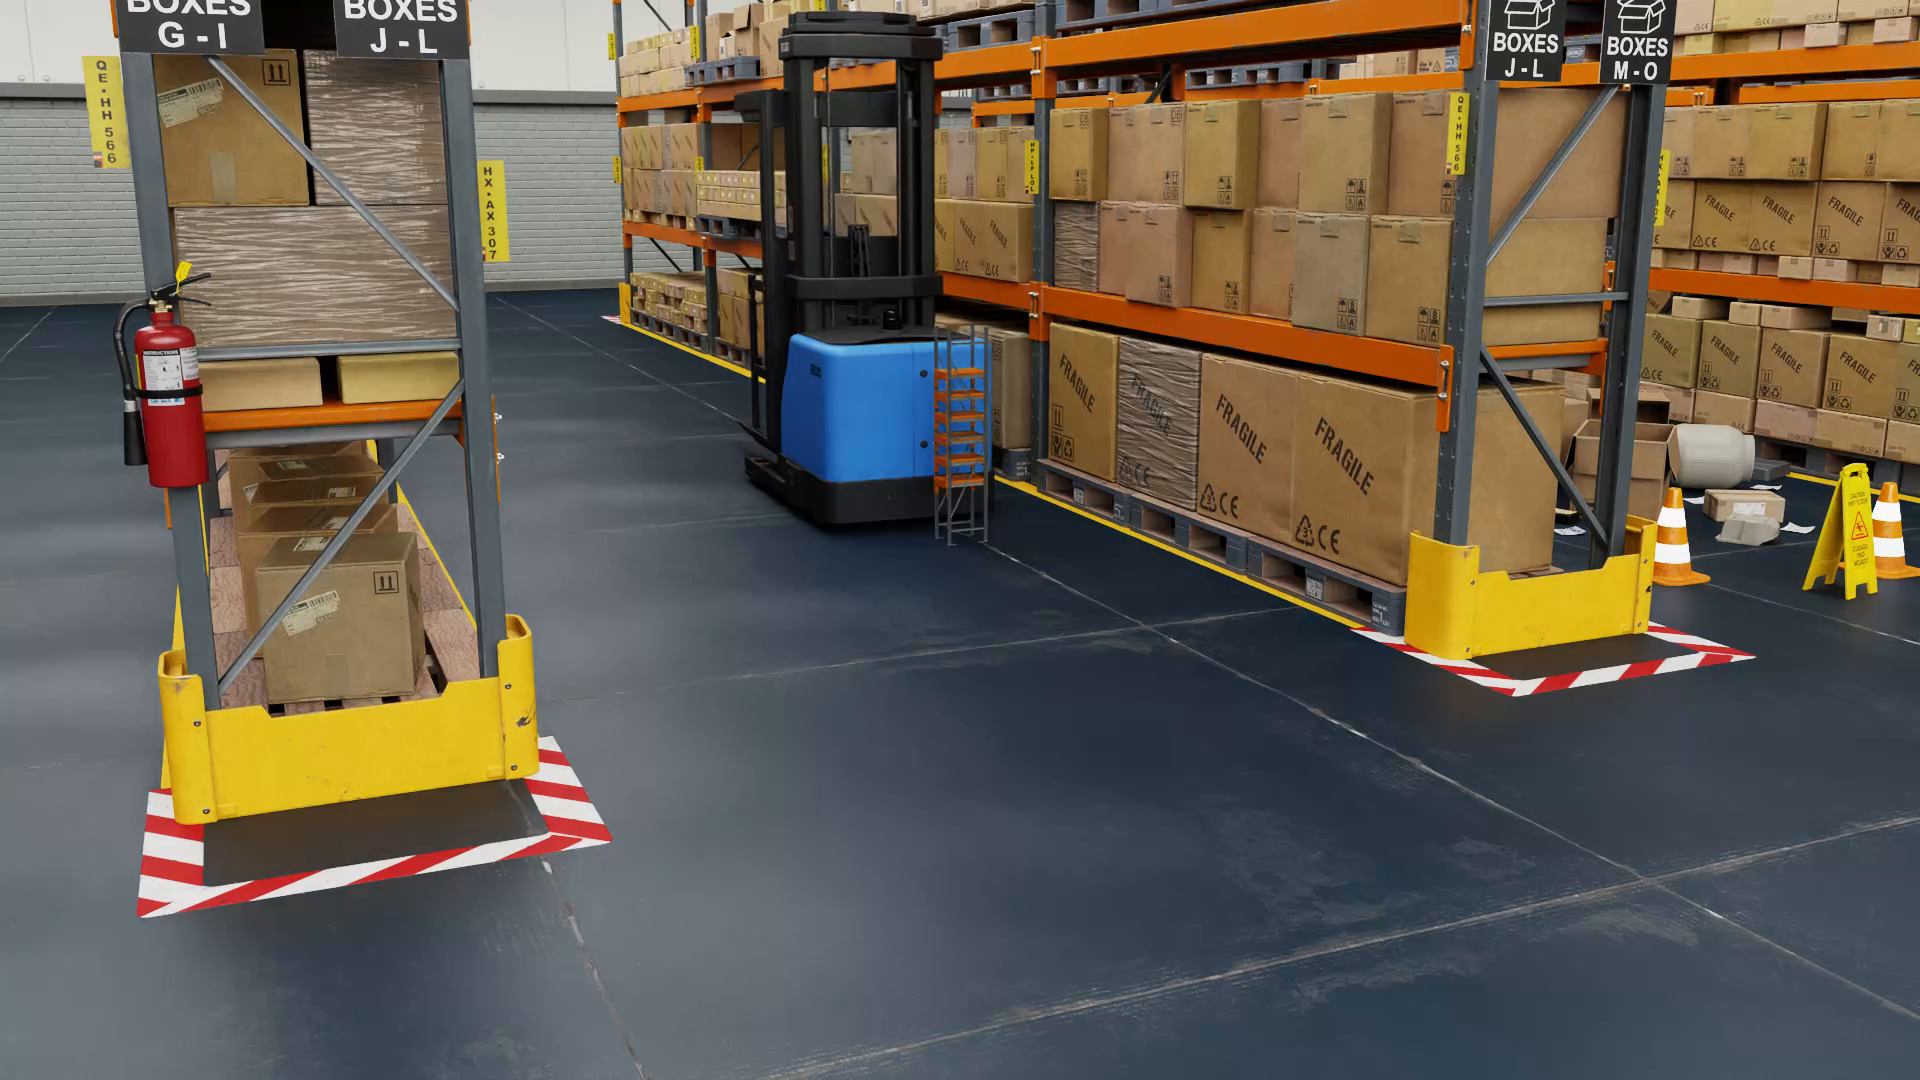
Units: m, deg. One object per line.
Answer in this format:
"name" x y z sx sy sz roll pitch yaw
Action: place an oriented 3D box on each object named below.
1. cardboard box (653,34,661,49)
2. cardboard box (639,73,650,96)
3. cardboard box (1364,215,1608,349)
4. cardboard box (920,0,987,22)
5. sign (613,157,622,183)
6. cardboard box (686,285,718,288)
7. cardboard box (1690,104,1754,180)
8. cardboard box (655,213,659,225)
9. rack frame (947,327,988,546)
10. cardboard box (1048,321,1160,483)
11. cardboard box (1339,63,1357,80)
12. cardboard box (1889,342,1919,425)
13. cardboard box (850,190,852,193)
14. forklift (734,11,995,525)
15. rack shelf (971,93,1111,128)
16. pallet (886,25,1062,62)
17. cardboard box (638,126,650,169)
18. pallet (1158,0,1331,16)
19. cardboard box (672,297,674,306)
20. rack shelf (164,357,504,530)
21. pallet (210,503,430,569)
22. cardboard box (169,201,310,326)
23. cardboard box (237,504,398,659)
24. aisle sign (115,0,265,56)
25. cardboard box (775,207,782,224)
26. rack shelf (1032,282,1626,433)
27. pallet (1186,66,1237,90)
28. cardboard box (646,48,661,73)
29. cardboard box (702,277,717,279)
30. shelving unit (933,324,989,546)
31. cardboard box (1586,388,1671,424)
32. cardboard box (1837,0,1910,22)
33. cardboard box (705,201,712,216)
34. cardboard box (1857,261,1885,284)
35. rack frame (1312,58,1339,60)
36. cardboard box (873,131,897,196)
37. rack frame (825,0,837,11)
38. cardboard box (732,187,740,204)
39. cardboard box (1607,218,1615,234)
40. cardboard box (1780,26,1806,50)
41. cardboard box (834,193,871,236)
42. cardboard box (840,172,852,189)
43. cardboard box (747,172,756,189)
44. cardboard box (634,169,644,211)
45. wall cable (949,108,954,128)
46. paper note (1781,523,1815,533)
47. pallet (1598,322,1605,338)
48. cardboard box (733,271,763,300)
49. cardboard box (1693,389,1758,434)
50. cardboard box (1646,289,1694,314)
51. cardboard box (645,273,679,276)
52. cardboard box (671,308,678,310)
"cardboard box" -3.295 -5.695 19.010 0.380 0.149 0.250 -6 14 -24
"cardboard box" -3.489 -5.398 19.720 0.500 0.250 0.500 -6 14 -25
"cardboard box" 2.359 -1.180 7.482 0.875 0.550 0.550 -6 14 -23
"cardboard box" 0.043 -3.874 11.848 0.500 0.311 0.500 -6 14 -25
"sign" -4.357 -4.712 21.159 0.100 0.325 0.005 -6 14 -23
"cardboard box" -2.916 -2.830 19.015 0.380 0.149 0.250 -5 14 -21
"cardboard box" 5.604 -2.791 11.679 0.700 0.500 0.500 -6 14 -23
"cardboard box" -3.443 -3.859 19.947 0.380 0.149 0.250 -6 14 -24
"rack frame" 0.042 -0.563 9.140 0.240 1.200 0.006 -6 14 -23
"cardboard box" 1.135 -0.894 10.360 0.875 0.875 0.875 -5 14 -22
"cardboard box" 3.810 -4.413 15.692 0.380 0.149 0.250 -6 14 -23
"cardboard box" 6.272 -0.982 10.464 0.500 0.500 0.500 -5 14 -21
"cardboard box" -0.776 -3.088 15.026 0.380 0.149 0.250 -5 14 -20
"forklift" -0.788 -1.803 10.658 1.130 2.935 3.031 -5 14 -20
"rack shelf" 1.436 -5.505 21.448 1.077 0.370 4.000 -6 14 -23
"pallet" 0.102 -3.697 12.459 1.003 0.211 1.213 -5 14 -20
"cardboard box" -3.527 -4.691 19.885 0.500 0.500 0.500 -6 14 -24
"pallet" 1.750 -2.857 8.606 1.003 0.211 1.213 -6 14 -23
"cardboard box" -3.206 -2.847 19.748 0.380 0.149 0.250 -5 14 -20
"rack shelf" -2.837 -0.670 7.207 1.077 0.370 4.000 -6 14 -23
"pallet" -3.337 0.061 8.640 1.003 0.211 1.213 -6 14 -23
"cardboard box" -2.541 -1.009 6.197 0.875 0.500 0.500 -6 14 -23
"cardboard box" -2.542 0.155 6.659 0.500 0.500 0.500 -2 13 -8
"aisle sign" -2.286 -1.834 4.875 0.394 0.787 0.004 -6 14 -23
"cardboard box" -1.475 -2.934 15.021 0.380 0.149 0.250 -5 14 -22
"rack shelf" 1.748 -1.097 9.052 1.077 0.370 4.000 -6 14 -23
"pallet" 3.082 -4.883 17.583 1.003 0.211 1.213 -5 14 -20
"cardboard box" -3.317 -5.540 19.225 0.500 0.250 0.500 -6 14 -25
"cardboard box" -2.943 -3.150 20.399 0.380 0.149 0.250 -5 14 -21
"shelving unit" 0.006 -0.582 9.222 0.258 1.200 0.189 -6 14 -23
"cardboard box" 4.624 -0.768 11.572 0.500 0.500 0.500 4 14 16
"cardboard box" 5.975 -3.432 10.565 0.500 0.250 0.500 -5 14 -22
"cardboard box" -2.405 -3.416 17.102 0.380 0.149 0.250 -5 14 -22
"cardboard box" 6.104 -1.755 10.859 0.380 0.149 0.250 -6 14 -23
"rack frame" 3.840 -6.078 15.673 1.000 3.000 0.127 -6 14 -23
"cardboard box" -0.281 -3.025 13.347 0.700 0.500 0.500 -6 14 -24
"rack frame" -0.655 -5.610 13.651 1.000 3.000 0.127 -6 14 -23
"cardboard box" -1.991 -3.347 16.145 0.380 0.149 0.250 -6 14 -24
"cardboard box" 4.983 -2.492 13.111 0.380 0.149 0.250 -5 14 -22
"cardboard box" 5.757 -3.369 11.179 0.380 0.149 0.250 -6 14 -25
"cardboard box" -0.723 -2.619 13.810 0.500 0.500 0.500 -5 14 -22
"cardboard box" -0.973 -3.333 15.425 0.380 0.149 0.250 -6 14 -25
"cardboard box" -1.788 -3.386 15.655 0.380 0.149 0.250 -5 14 -20
"cardboard box" -3.696 -4.307 20.447 0.500 0.500 0.500 -6 14 -23
"wall cable" -0.350 -6.596 28.964 0.588 1.984 0.122 -6 14 -23
"paper note" 4.842 -0.071 9.609 0.148 0.019 0.142 -12 18 -42
"pallet" 8.122 -2.403 19.285 1.003 0.211 1.213 -6 14 -23
"cardboard box" -1.988 -2.579 16.811 0.500 0.250 0.500 -5 14 -21
"cardboard box" 5.655 -0.938 11.937 0.500 0.250 0.500 -5 14 -20
"cardboard box" 8.020 -2.659 18.818 0.500 0.500 0.500 -5 14 -21
"cardboard box" -3.741 -3.260 20.876 0.380 0.149 0.250 -5 14 -22
"cardboard box" -3.184 -2.653 19.572 0.380 0.149 0.250 -5 14 -22
